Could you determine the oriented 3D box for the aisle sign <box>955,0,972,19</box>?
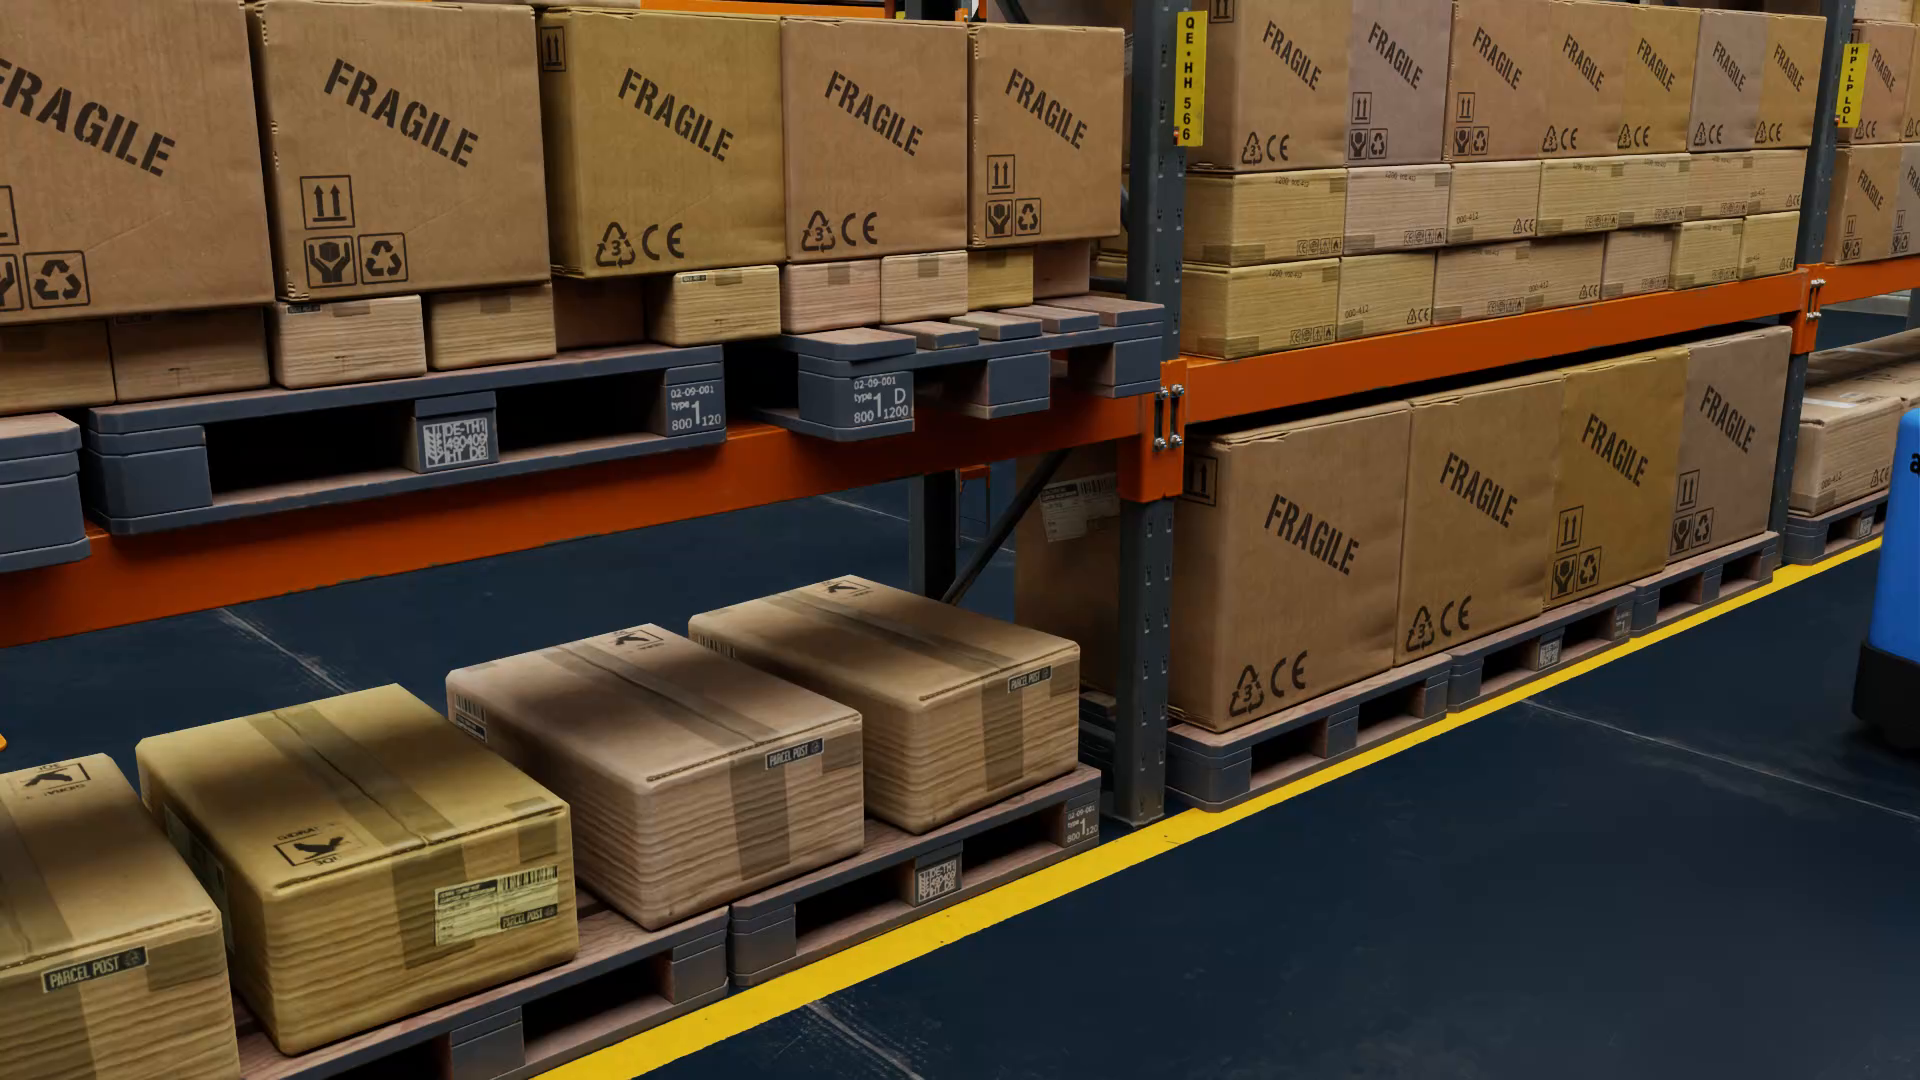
[{"bbox_3d":[-0.008,-5.232,16.486,0.004,0.787,0.394,-13,19,-39],"label":"aisle sign"}]

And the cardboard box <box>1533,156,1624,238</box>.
[{"bbox_3d":[1.921,-1.197,5.740,0.500,0.250,0.500,-12,19,-38],"label":"cardboard box"}]

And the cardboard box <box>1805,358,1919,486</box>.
[{"bbox_3d":[4.447,-0.617,8.400,0.875,0.438,0.875,-13,20,-41],"label":"cardboard box"}]

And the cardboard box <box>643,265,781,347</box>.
[{"bbox_3d":[-0.591,-0.516,3.543,0.250,0.149,0.380,-12,19,-38],"label":"cardboard box"}]

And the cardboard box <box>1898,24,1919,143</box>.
[{"bbox_3d":[4.132,-2.064,7.534,0.500,0.500,0.500,-13,20,-40],"label":"cardboard box"}]

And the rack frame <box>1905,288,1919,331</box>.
[{"bbox_3d":[6.246,-2.093,9.772,0.127,3.000,1.000,-13,19,-39],"label":"rack frame"}]

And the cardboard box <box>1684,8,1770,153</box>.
[{"bbox_3d":[2.671,-1.733,6.293,0.500,0.500,0.500,-12,19,-38],"label":"cardboard box"}]

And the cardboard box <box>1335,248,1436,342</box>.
[{"bbox_3d":[1.121,-0.789,5.183,0.500,0.250,0.500,-13,20,-41],"label":"cardboard box"}]

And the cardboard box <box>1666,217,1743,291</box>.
[{"bbox_3d":[2.670,-1.131,6.464,0.500,0.250,0.500,-13,20,-40],"label":"cardboard box"}]

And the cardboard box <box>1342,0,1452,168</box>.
[{"bbox_3d":[1.111,-1.391,5.012,0.500,0.500,0.500,-13,19,-39],"label":"cardboard box"}]

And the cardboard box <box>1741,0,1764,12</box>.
[{"bbox_3d":[3.522,-2.397,7.525,0.250,0.149,0.380,-12,19,-38],"label":"cardboard box"}]

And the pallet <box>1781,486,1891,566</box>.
[{"bbox_3d":[3.853,-0.181,8.020,1.213,0.211,1.003,-13,19,-39],"label":"pallet"}]

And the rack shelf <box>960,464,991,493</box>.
[{"bbox_3d":[-0.011,-0.302,7.659,0.180,0.103,0.258,-13,19,-39],"label":"rack shelf"}]

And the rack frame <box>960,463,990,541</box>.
[{"bbox_3d":[0.058,-0.593,7.644,0.006,1.200,0.240,-13,19,-39],"label":"rack frame"}]

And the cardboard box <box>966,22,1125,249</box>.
[{"bbox_3d":[0.050,-1.001,4.102,0.500,0.500,0.500,-13,20,-41],"label":"cardboard box"}]

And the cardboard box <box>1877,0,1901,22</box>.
[{"bbox_3d":[3.820,-2.309,7.195,0.250,0.149,0.380,-12,19,-39],"label":"cardboard box"}]

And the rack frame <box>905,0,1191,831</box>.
[{"bbox_3d":[0.211,-0.737,4.698,0.127,3.000,1.000,-13,19,-39],"label":"rack frame"}]

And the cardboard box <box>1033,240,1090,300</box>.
[{"bbox_3d":[0.118,-0.718,4.297,0.250,0.149,0.380,-12,19,-37],"label":"cardboard box"}]

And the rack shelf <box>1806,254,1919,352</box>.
[{"bbox_3d":[4.737,-1.406,8.596,4.000,0.370,1.077,-13,19,-39],"label":"rack shelf"}]

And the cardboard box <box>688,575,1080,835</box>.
[{"bbox_3d":[-0.222,0.423,4.632,0.625,0.372,0.950,-14,21,-43],"label":"cardboard box"}]

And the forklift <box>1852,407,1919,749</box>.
[{"bbox_3d":[3.866,-0.476,3.852,1.130,2.935,3.031,-5,16,-19],"label":"forklift"}]

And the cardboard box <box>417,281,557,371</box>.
[{"bbox_3d":[-0.999,-0.440,3.257,0.250,0.149,0.380,-13,20,-41],"label":"cardboard box"}]

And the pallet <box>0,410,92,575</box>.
[{"bbox_3d":[-2.135,-0.068,2.565,1.213,0.211,1.003,-13,19,-39],"label":"pallet"}]

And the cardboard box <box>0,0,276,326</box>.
[{"bbox_3d":[-1.505,-0.644,2.766,0.500,0.500,0.500,-13,20,-40],"label":"cardboard box"}]

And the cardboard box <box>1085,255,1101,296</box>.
[{"bbox_3d":[0.422,-0.801,5.227,0.500,0.250,0.500,-14,20,-41],"label":"cardboard box"}]

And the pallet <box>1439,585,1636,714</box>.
[{"bbox_3d":[1.775,0.285,6.273,1.213,0.211,1.003,-13,19,-39],"label":"pallet"}]

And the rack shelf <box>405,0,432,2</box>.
[{"bbox_3d":[-4.786,-4.107,12.895,4.000,0.370,1.077,-13,19,-39],"label":"rack shelf"}]

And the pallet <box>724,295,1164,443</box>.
[{"bbox_3d":[-0.257,-0.503,4.193,1.003,0.211,1.213,-13,19,-39],"label":"pallet"}]

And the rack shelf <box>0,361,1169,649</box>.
[{"bbox_3d":[-1.298,-0.051,3.522,4.000,0.370,1.077,-13,19,-39],"label":"rack shelf"}]

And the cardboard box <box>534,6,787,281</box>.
[{"bbox_3d":[-0.712,-0.826,3.445,0.500,0.500,0.500,-14,21,-43],"label":"cardboard box"}]

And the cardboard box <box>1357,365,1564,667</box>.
[{"bbox_3d":[1.462,-0.165,5.858,0.875,0.875,0.875,-12,19,-39],"label":"cardboard box"}]

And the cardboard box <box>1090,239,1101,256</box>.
[{"bbox_3d":[0.409,-1.038,5.145,0.500,0.250,0.500,-13,20,-40],"label":"cardboard box"}]

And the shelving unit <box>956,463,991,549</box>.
[{"bbox_3d":[-0.011,-0.577,7.586,0.189,1.200,0.258,-13,19,-39],"label":"shelving unit"}]

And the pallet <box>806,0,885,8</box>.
[{"bbox_3d":[-0.812,-5.301,16.141,1.213,0.211,1.003,-13,19,-39],"label":"pallet"}]

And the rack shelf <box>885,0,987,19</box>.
[{"bbox_3d":[-1.606,-3.124,9.216,4.000,0.370,1.077,-13,19,-39],"label":"rack shelf"}]

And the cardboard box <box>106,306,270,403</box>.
[{"bbox_3d":[-1.415,-0.354,2.935,0.250,0.149,0.380,-12,19,-39],"label":"cardboard box"}]

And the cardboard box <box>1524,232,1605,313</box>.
[{"bbox_3d":[1.891,-0.961,5.827,0.500,0.250,0.500,-13,19,-39],"label":"cardboard box"}]

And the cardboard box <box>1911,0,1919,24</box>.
[{"bbox_3d":[4.213,-2.391,7.500,0.250,0.149,0.380,-13,20,-40],"label":"cardboard box"}]

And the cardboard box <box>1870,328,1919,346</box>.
[{"bbox_3d":[5.814,-0.926,9.557,0.875,0.438,0.875,-14,20,-41],"label":"cardboard box"}]

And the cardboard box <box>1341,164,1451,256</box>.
[{"bbox_3d":[1.146,-1.032,5.121,0.500,0.250,0.500,-12,19,-38],"label":"cardboard box"}]

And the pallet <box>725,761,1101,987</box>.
[{"bbox_3d":[-0.380,0.742,4.563,1.213,0.211,1.003,-13,19,-39],"label":"pallet"}]

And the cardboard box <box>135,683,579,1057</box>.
[{"bbox_3d":[-1.349,0.677,3.681,0.625,0.372,0.950,-12,19,-38],"label":"cardboard box"}]

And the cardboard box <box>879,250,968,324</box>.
[{"bbox_3d":[-0.197,-0.607,3.882,0.250,0.149,0.380,-13,20,-40],"label":"cardboard box"}]

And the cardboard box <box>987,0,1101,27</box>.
[{"bbox_3d":[0.429,-1.407,5.075,0.500,0.500,0.500,-13,20,-41],"label":"cardboard box"}]

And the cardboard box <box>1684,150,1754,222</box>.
[{"bbox_3d":[2.683,-1.376,6.411,0.500,0.250,0.500,-12,19,-38],"label":"cardboard box"}]

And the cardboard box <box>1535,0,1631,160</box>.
[{"bbox_3d":[1.895,-1.560,5.647,0.500,0.500,0.500,-12,19,-38],"label":"cardboard box"}]

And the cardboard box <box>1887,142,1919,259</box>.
[{"bbox_3d":[4.136,-1.576,7.645,0.500,0.500,0.500,-12,19,-39],"label":"cardboard box"}]

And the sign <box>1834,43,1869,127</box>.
[{"bbox_3d":[3.592,-1.832,6.706,0.005,0.325,0.100,-13,19,-39],"label":"sign"}]

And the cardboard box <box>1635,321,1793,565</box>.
[{"bbox_3d":[2.813,-0.471,7.003,0.875,0.875,0.875,-12,19,-38],"label":"cardboard box"}]
